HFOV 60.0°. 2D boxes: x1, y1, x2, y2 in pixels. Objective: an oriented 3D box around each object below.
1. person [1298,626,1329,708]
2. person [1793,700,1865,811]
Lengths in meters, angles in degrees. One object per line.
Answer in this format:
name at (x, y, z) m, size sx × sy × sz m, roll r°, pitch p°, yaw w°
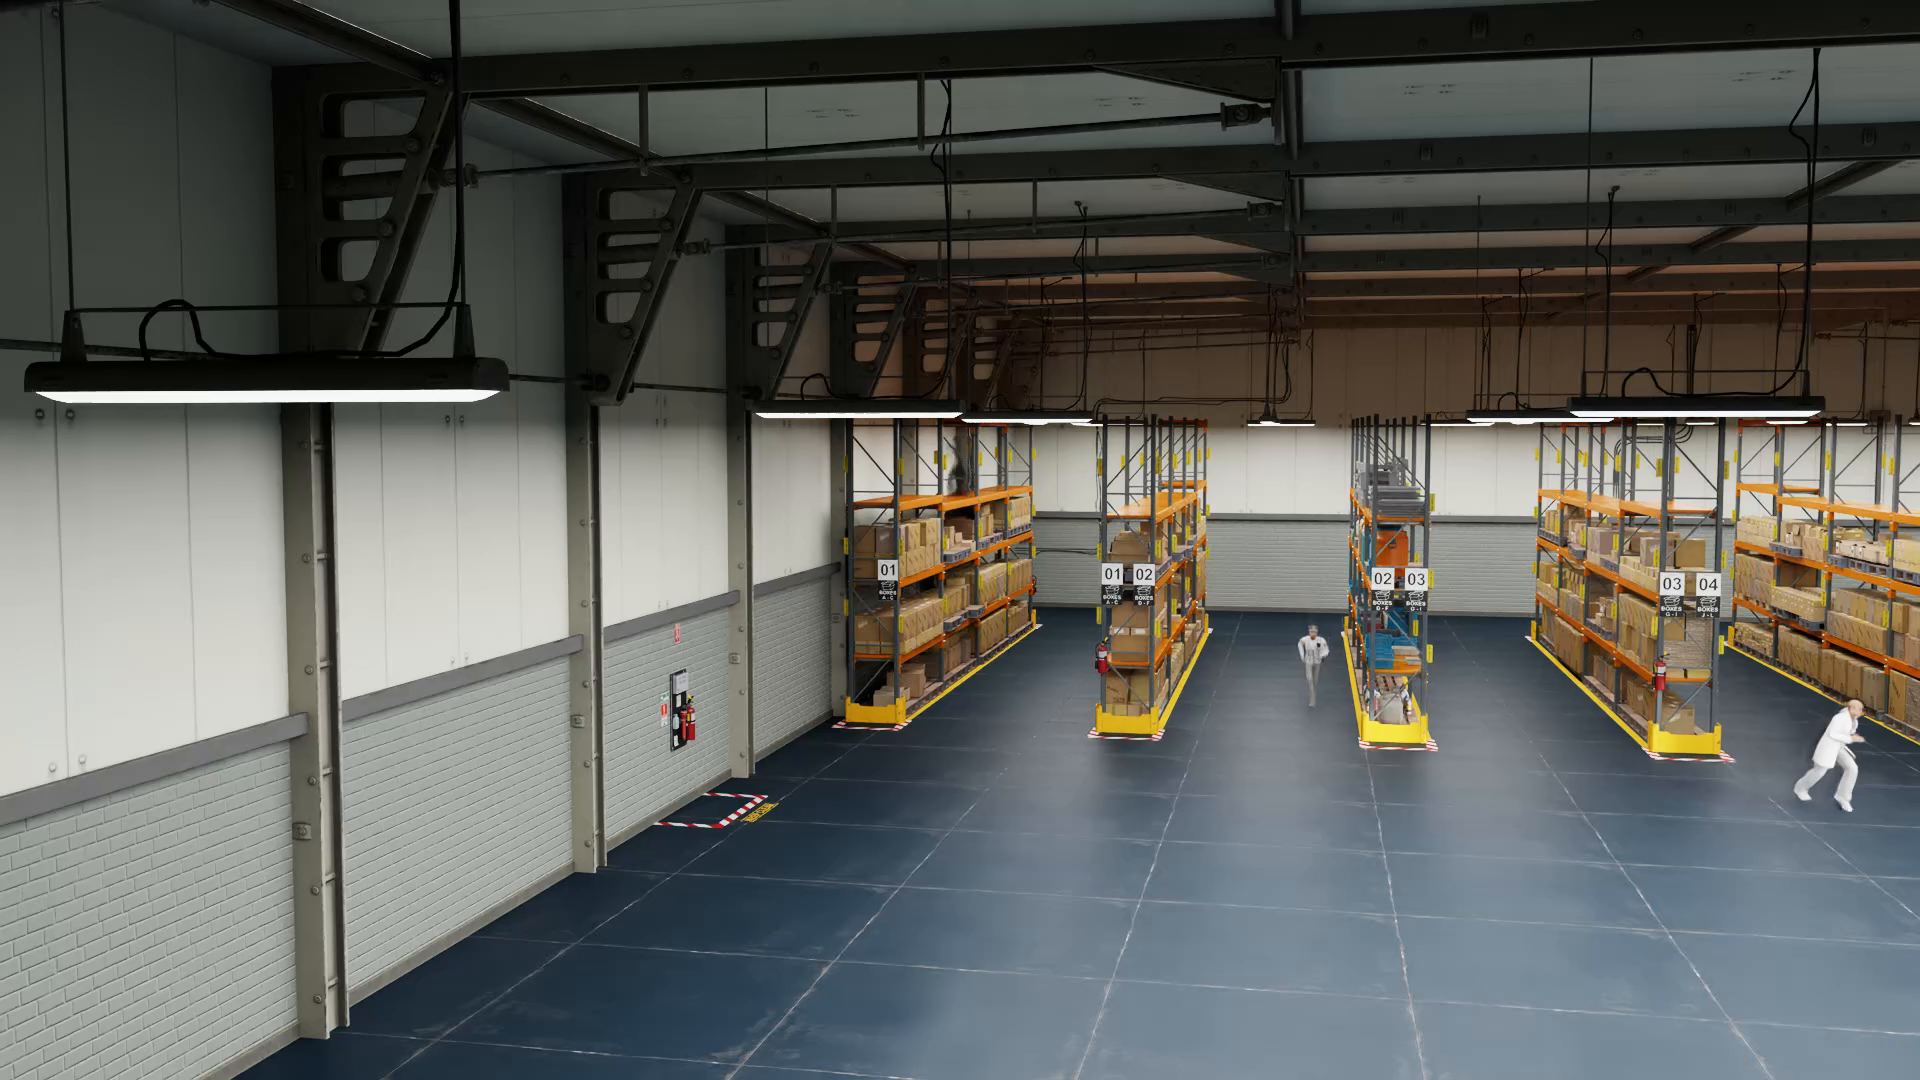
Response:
person at (7.364, 2.593, 34.632) m, size 0.617 × 1.687 × 1.037 m, roll 1°, pitch 4°, yaw 9°
person at (13.189, 3.234, 25.200) m, size 0.751 × 1.737 × 1.072 m, roll -3°, pitch 5°, yaw -35°
